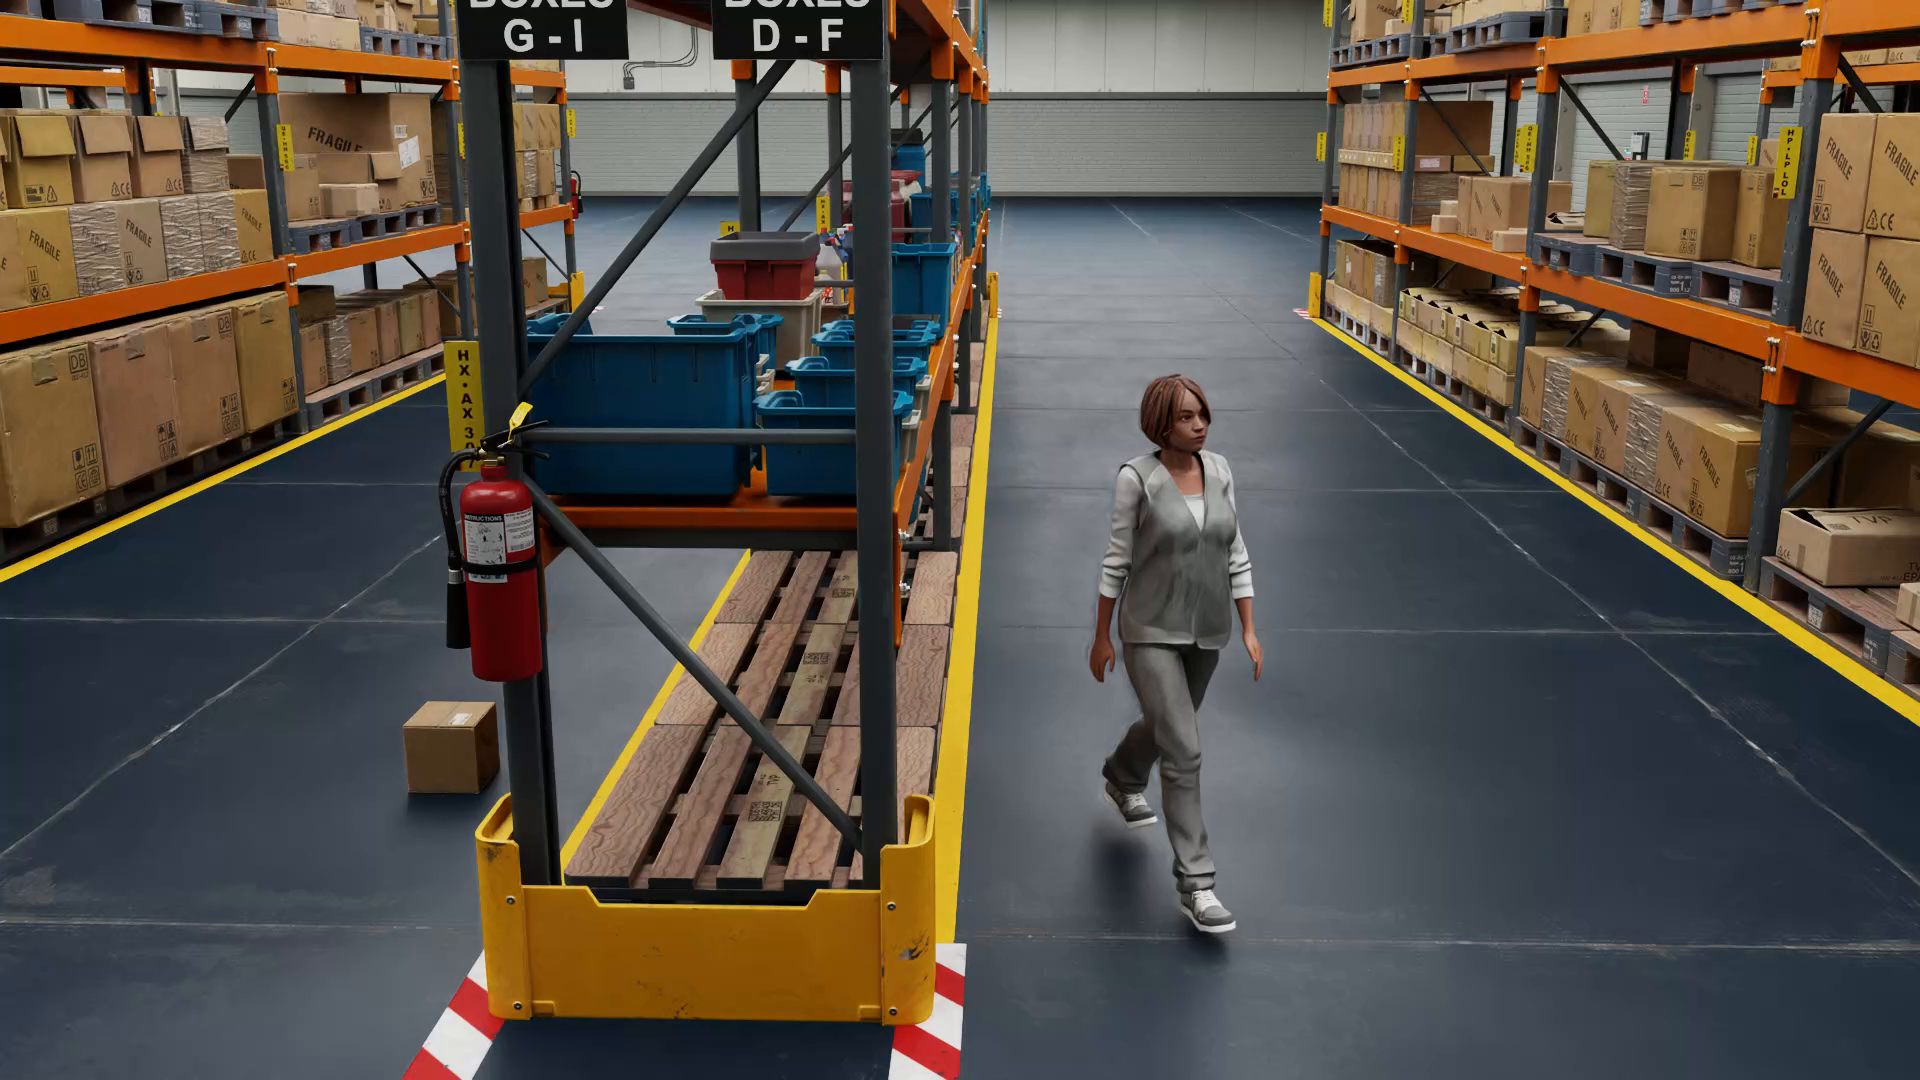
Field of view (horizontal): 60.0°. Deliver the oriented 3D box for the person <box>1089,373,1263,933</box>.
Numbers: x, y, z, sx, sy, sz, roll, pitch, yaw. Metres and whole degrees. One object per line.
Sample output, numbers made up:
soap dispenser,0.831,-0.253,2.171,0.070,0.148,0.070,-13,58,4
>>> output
person,0.638,0.281,4.925,0.445,1.533,0.931,-7,16,-25
